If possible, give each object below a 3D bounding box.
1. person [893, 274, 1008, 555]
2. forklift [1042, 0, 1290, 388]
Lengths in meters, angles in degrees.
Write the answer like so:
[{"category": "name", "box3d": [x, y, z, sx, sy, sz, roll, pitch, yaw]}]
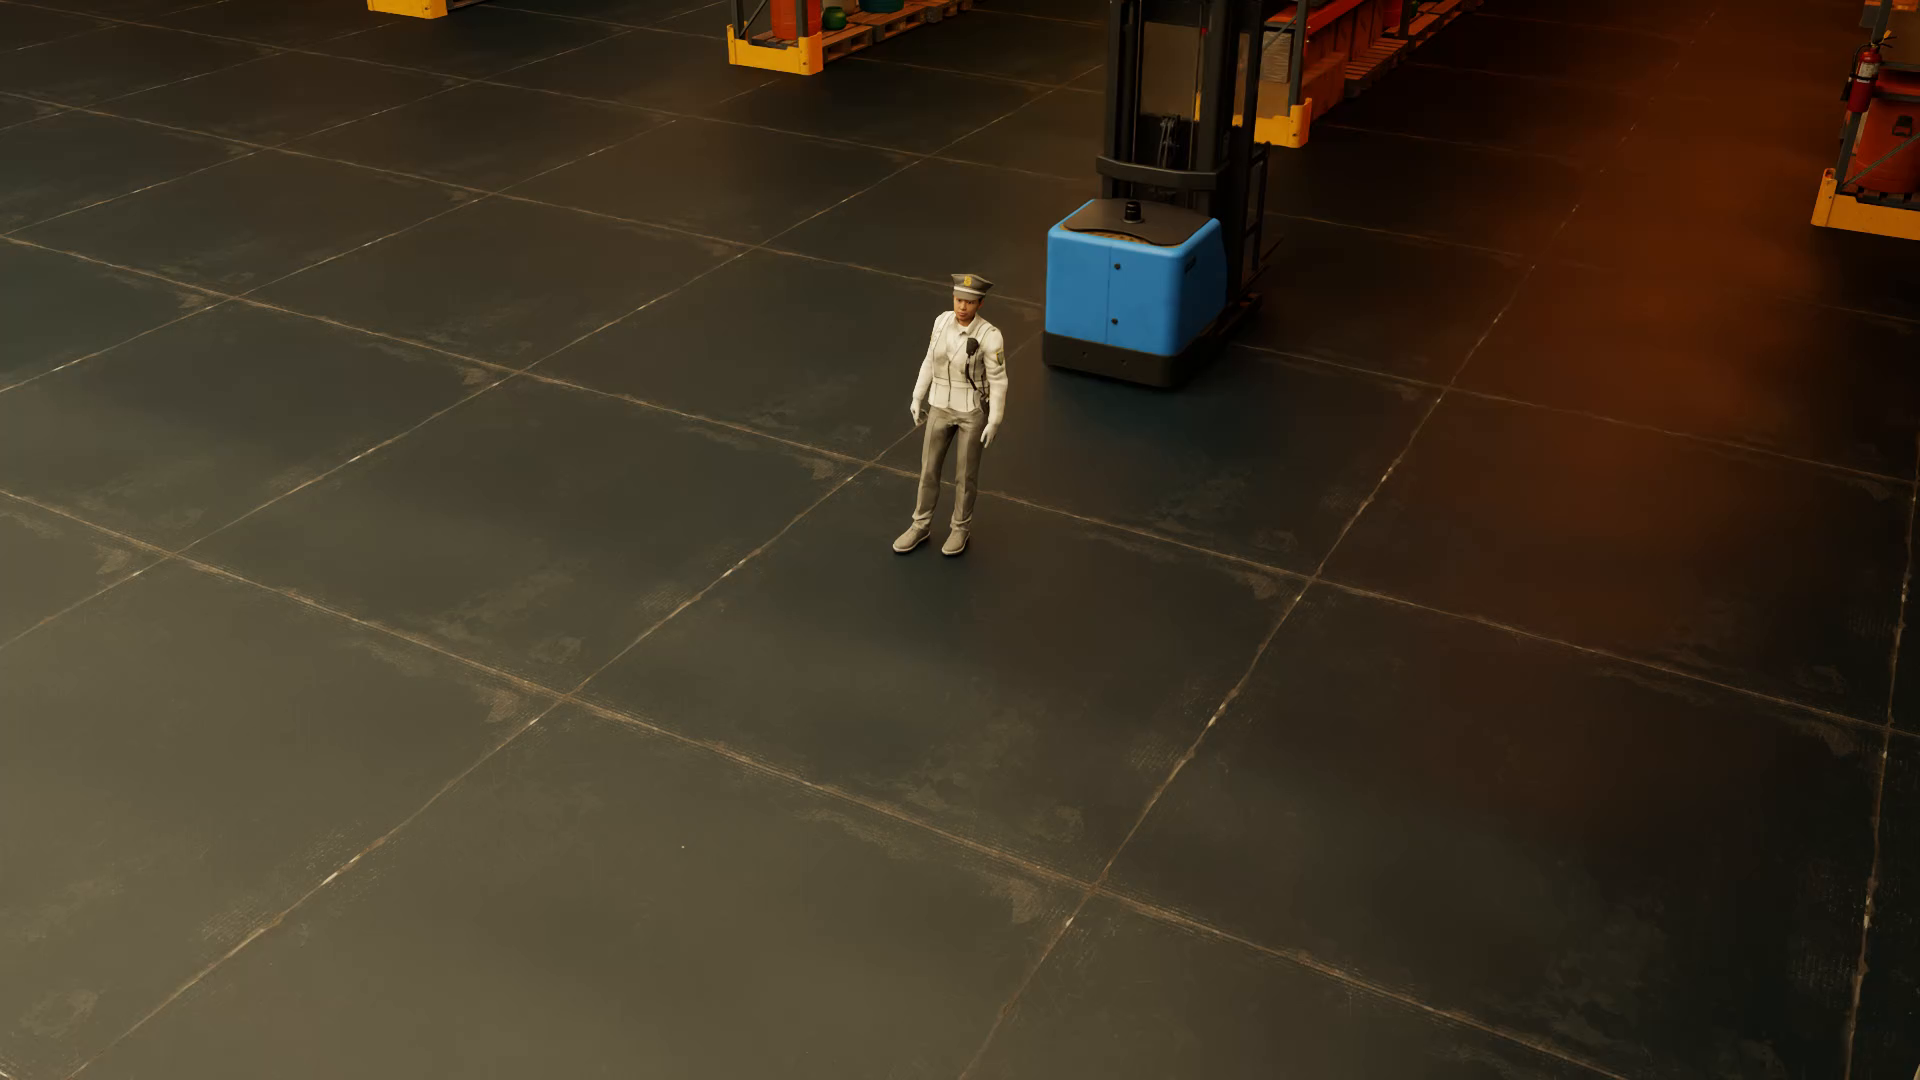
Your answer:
[{"category": "person", "box3d": [-0.039, -0.712, 9.527, 0.588, 1.695, 0.531, 15, 33, 25]}, {"category": "forklift", "box3d": [1.729, -3.053, 12.361, 1.130, 2.935, 3.031, 15, 33, 24]}]
